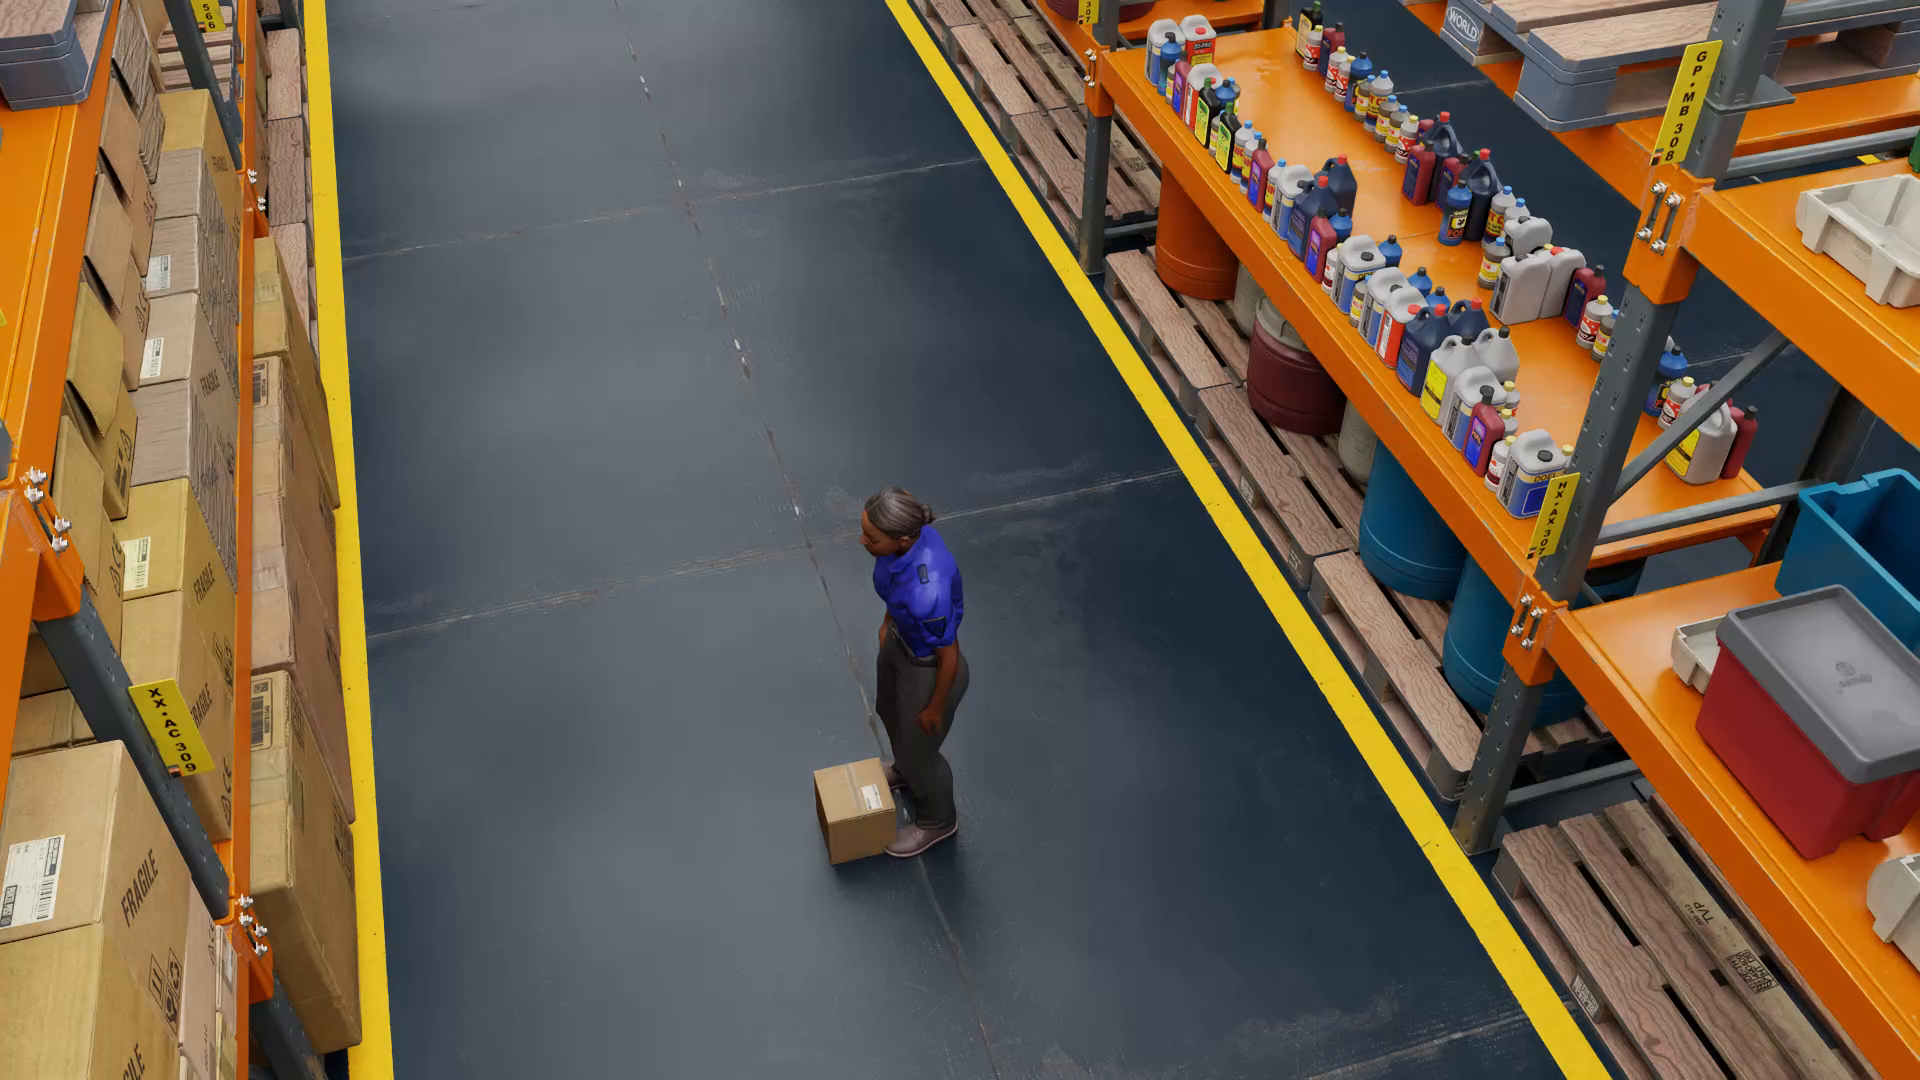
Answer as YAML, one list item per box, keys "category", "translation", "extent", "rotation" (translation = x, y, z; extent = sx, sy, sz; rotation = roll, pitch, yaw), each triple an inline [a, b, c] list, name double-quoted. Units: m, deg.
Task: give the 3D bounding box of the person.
- category: "person"
  translation: [-0.164, 0.422, 5.704]
  extent: [0.349, 1.653, 0.518]
  rotation: [-14, 44, -15]
